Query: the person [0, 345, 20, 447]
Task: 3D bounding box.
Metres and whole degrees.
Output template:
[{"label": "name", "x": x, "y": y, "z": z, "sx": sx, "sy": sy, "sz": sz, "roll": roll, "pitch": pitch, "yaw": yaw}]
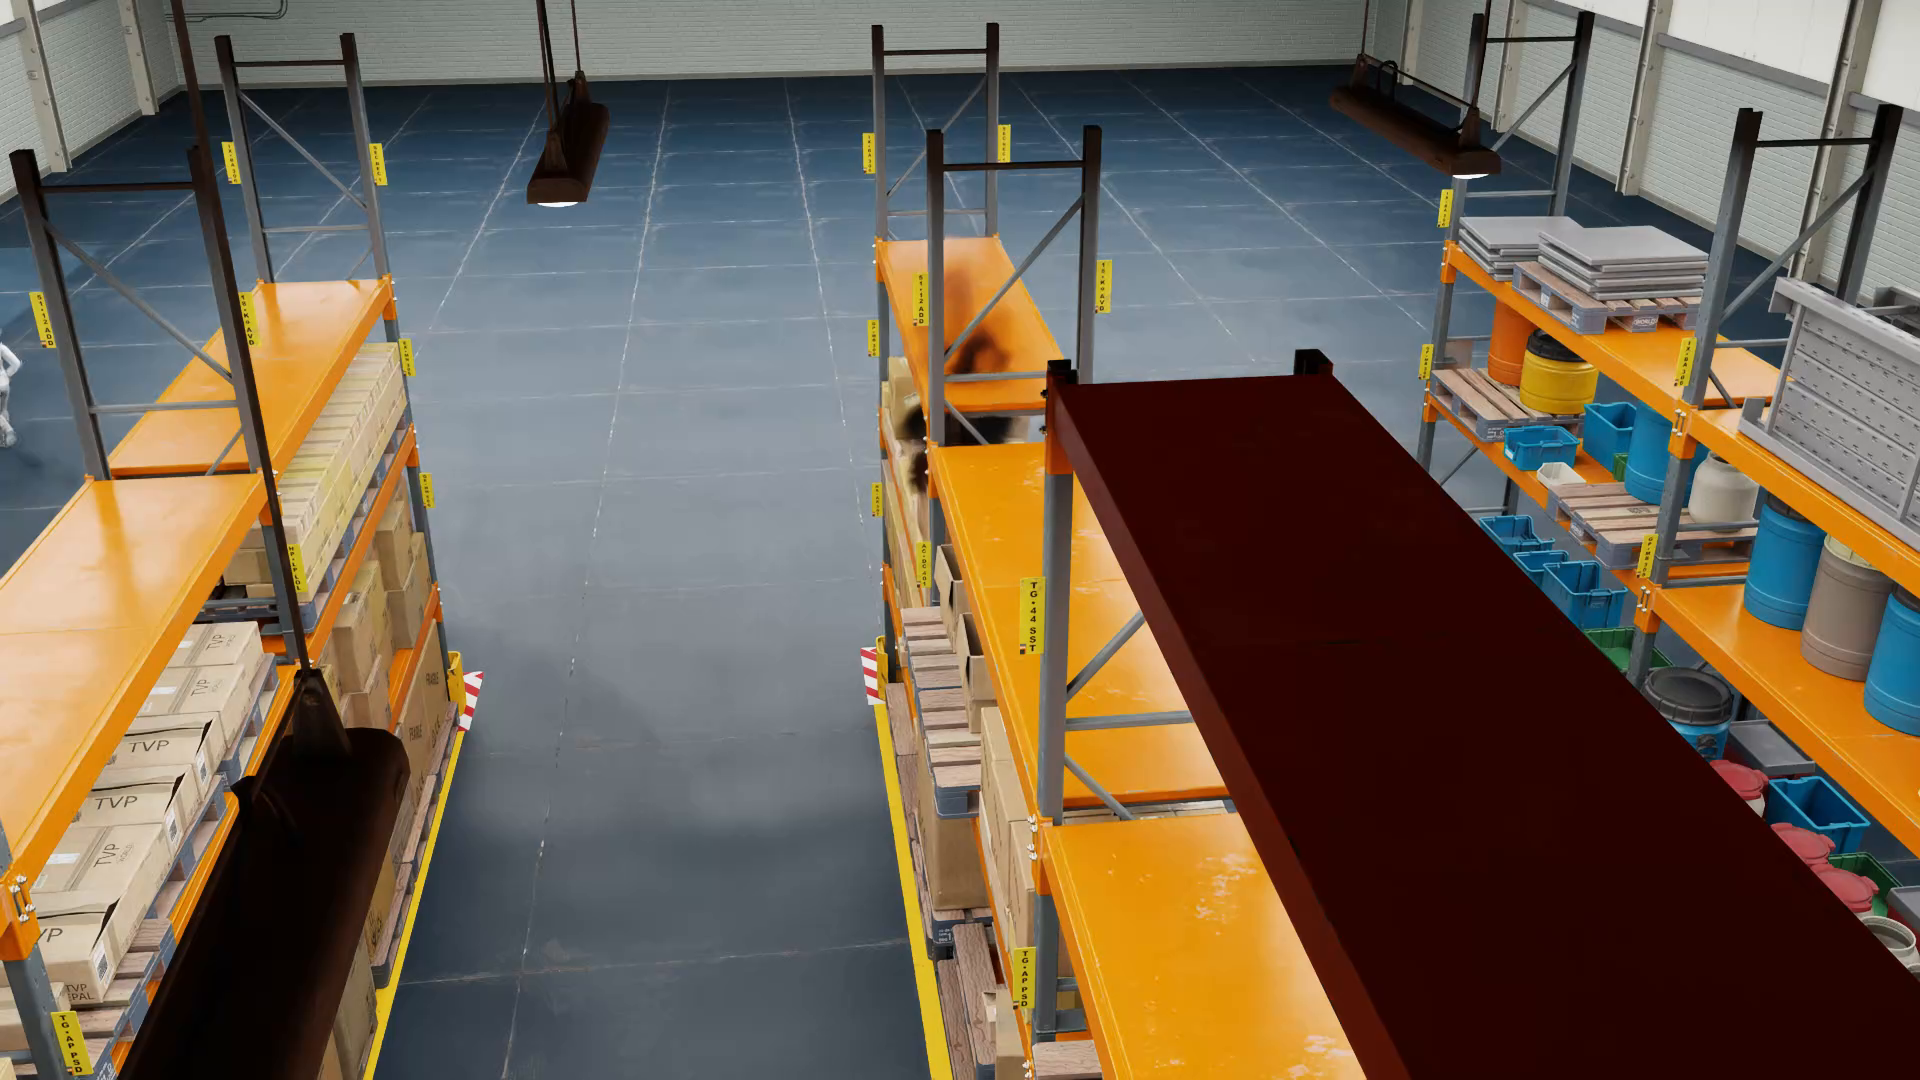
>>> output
[{"label": "person", "x": -11.910, "y": -1.879, "z": 20.550, "sx": 0.687, "sy": 1.677, "sz": 0.618, "roll": 21, "pitch": 32, "yaw": 36}]
